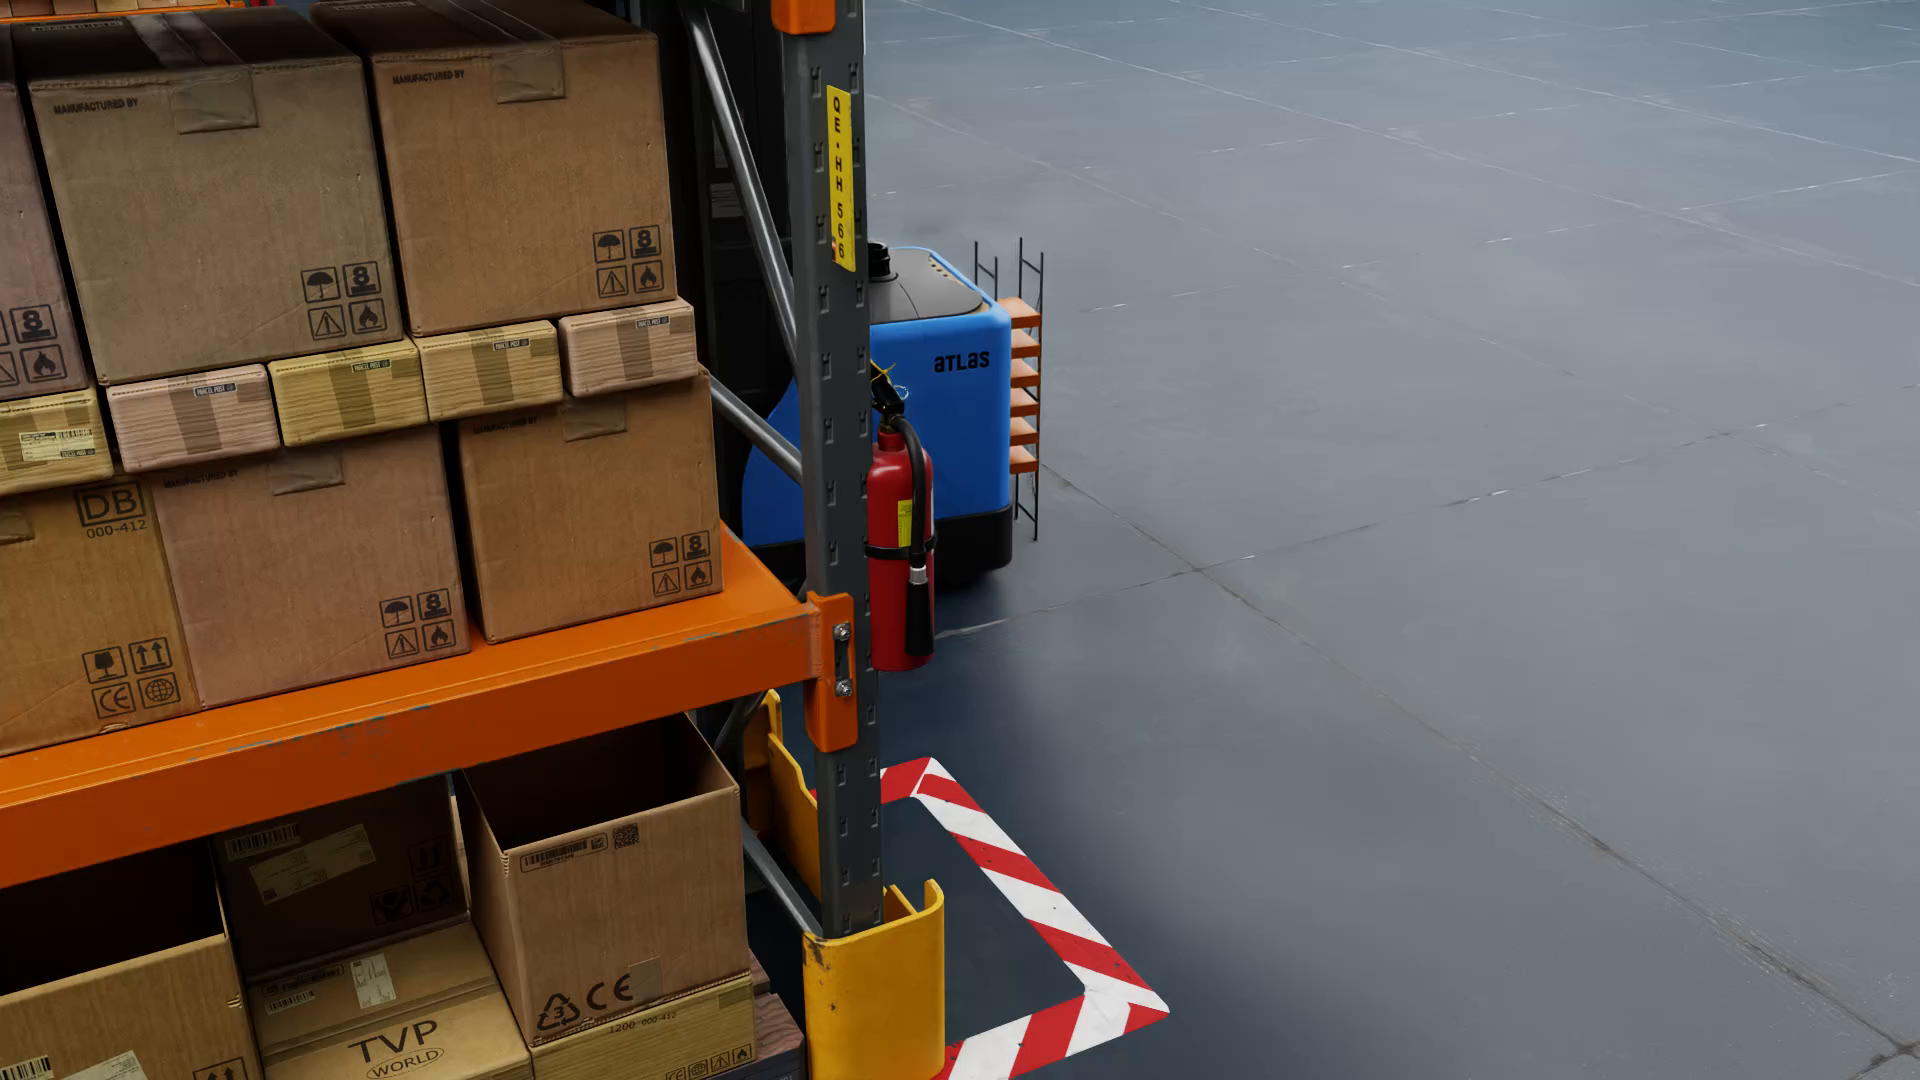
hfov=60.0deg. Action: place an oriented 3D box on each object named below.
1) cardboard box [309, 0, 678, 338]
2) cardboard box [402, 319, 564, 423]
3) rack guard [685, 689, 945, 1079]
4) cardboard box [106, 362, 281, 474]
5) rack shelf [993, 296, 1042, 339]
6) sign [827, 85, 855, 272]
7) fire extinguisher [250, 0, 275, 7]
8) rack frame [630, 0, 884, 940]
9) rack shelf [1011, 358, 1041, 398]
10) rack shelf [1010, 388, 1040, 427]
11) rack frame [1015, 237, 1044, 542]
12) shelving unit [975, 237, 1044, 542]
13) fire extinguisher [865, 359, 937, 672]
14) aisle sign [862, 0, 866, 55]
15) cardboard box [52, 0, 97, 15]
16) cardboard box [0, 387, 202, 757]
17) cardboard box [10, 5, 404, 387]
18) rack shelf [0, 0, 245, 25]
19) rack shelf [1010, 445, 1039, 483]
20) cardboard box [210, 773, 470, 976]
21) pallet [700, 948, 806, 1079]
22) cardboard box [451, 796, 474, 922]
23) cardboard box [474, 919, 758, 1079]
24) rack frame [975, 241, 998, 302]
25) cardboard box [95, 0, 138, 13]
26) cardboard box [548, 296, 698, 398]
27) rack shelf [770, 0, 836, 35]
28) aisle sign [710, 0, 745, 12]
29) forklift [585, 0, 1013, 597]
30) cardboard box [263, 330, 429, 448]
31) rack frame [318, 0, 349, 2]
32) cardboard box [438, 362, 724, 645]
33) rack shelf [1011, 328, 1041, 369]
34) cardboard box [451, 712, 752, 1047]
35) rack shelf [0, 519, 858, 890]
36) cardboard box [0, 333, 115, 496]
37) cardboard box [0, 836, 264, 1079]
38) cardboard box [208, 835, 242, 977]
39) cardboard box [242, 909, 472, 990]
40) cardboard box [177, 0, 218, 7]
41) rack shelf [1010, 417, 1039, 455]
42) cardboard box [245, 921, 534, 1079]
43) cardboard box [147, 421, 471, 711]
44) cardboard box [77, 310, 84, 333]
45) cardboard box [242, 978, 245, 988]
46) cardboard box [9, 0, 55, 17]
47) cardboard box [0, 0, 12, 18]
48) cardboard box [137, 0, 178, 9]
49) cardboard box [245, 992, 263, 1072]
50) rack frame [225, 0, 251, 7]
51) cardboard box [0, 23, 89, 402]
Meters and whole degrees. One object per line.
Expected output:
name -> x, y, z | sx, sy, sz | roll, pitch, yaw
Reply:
cardboard box -> -0.927, -0.771, 3.276 | 0.500, 0.500, 0.700 | -13, 29, -25
cardboard box -> -0.940, -0.375, 3.201 | 0.250, 0.149, 0.380 | -12, 28, -24
rack guard -> -0.441, 0.880, 4.340 | 0.348, 0.500, 1.175 | -13, 29, -25
cardboard box -> -1.389, -0.273, 2.987 | 0.250, 0.149, 0.380 | -13, 28, -24
rack shelf -> 0.185, -0.851, 6.408 | 0.180, 0.103, 0.258 | -9, 27, -17
sign -> -0.219, -0.661, 3.049 | 0.005, 0.325, 0.100 | -13, 29, -25
fire extinguisher -> -4.803, -3.839, 11.369 | 0.183, 0.674, 0.296 | -13, 29, -25
rack frame -> -0.462, -0.242, 3.789 | 0.127, 3.000, 1.000 | -13, 29, -25
rack shelf -> 0.185, -0.635, 6.512 | 0.180, 0.103, 0.258 | -9, 27, -17
rack shelf -> 0.185, -0.527, 6.564 | 0.180, 0.103, 0.258 | -9, 27, -17
rack frame -> 0.271, -0.580, 6.572 | 0.006, 1.200, 0.240 | -9, 27, -17
shelving unit -> 0.185, -0.567, 6.545 | 0.189, 1.200, 0.258 | -9, 27, -17
fire extinguisher -> -0.139, -0.054, 3.486 | 0.183, 0.674, 0.296 | -13, 29, -25
aisle sign -> -0.266, -1.315, 3.020 | 0.004, 0.787, 0.394 | -13, 29, -25
cardboard box -> -5.920, -3.610, 11.093 | 0.250, 0.149, 0.380 | -13, 29, -25
cardboard box -> -1.782, 0.011, 3.147 | 0.500, 0.500, 0.700 | -13, 28, -25
cardboard box -> -1.388, -0.662, 3.049 | 0.500, 0.500, 0.700 | -14, 29, -26
rack shelf -> -6.885, -3.295, 10.978 | 4.000, 0.370, 1.077 | -13, 29, -25
rack shelf -> 0.185, -0.311, 6.668 | 0.180, 0.103, 0.258 | -9, 27, -17
cardboard box -> -1.480, 0.597, 3.867 | 0.500, 0.500, 0.500 | -13, 29, -25
pallet -> -1.117, 1.187, 4.035 | 1.213, 0.211, 1.003 | -13, 29, -25
cardboard box -> -1.040, 0.832, 4.243 | 0.500, 0.250, 0.500 | -13, 29, -25
cardboard box -> -0.796, 1.030, 3.831 | 0.500, 0.250, 0.500 | -13, 29, -25
rack frame -> 0.098, -0.554, 6.517 | 0.006, 1.200, 0.240 | -9, 27, -17
cardboard box -> -5.692, -3.655, 11.187 | 0.250, 0.149, 0.380 | -13, 29, -25
cardboard box -> -0.710, -0.429, 3.313 | 0.250, 0.149, 0.380 | -14, 29, -26
rack shelf -> -2.227, -0.863, 2.447 | 4.000, 0.370, 1.077 | -13, 29, -25
aisle sign -> -0.548, -1.544, 3.498 | 0.004, 0.787, 0.394 | -13, 29, -25
forklift -> -1.372, -1.157, 5.774 | 3.031, 2.935, 1.130 | -9, 27, -17
cardboard box -> -1.166, -0.323, 3.092 | 0.250, 0.149, 0.380 | -13, 29, -26
rack frame -> -2.790, -2.135, 7.730 | 0.127, 3.000, 1.000 | -13, 29, -25
cardboard box -> -0.880, -0.197, 3.579 | 0.500, 0.500, 0.700 | -13, 29, -25
rack shelf -> 0.185, -0.743, 6.460 | 0.180, 0.103, 0.258 | -9, 27, -17
cardboard box -> -0.795, 0.693, 3.667 | 0.500, 0.500, 0.500 | -13, 29, -25
rack shelf -> -2.227, 0.489, 3.096 | 4.000, 0.370, 1.077 | -13, 29, -25
cardboard box -> -1.620, -0.219, 2.876 | 0.250, 0.149, 0.380 | -12, 28, -24
cardboard box -> -1.671, 0.902, 3.231 | 0.500, 0.500, 0.500 | -13, 29, -25
cardboard box -> -1.916, 0.704, 3.644 | 0.500, 0.500, 0.500 | -13, 29, -25
cardboard box -> -1.480, 0.936, 4.028 | 0.500, 0.250, 0.500 | -13, 29, -25
cardboard box -> -5.275, -3.776, 11.440 | 0.250, 0.149, 0.380 | -13, 29, -25
rack shelf -> 0.185, -0.419, 6.616 | 0.180, 0.103, 0.258 | -9, 27, -17
cardboard box -> -1.232, 1.136, 3.609 | 0.500, 0.250, 0.500 | -13, 29, -25
cardboard box -> -1.341, -0.088, 3.353 | 0.500, 0.500, 0.700 | -12, 28, -24
cardboard box -> -1.820, -0.371, 3.192 | 0.250, 0.149, 0.380 | -14, 29, -27
cardboard box -> -1.921, 1.037, 3.816 | 0.500, 0.250, 0.500 | -13, 29, -25
cardboard box -> -6.160, -3.575, 11.020 | 0.250, 0.149, 0.380 | -13, 29, -25
cardboard box -> -6.370, -3.515, 10.896 | 0.250, 0.149, 0.380 | -13, 29, -25
cardboard box -> -5.496, -3.725, 11.334 | 0.250, 0.149, 0.380 | -13, 29, -25
cardboard box -> -1.672, 1.239, 3.395 | 0.500, 0.250, 0.500 | -13, 29, -25
rack frame -> -5.121, -4.026, 11.670 | 0.127, 3.000, 1.000 | -13, 29, -25
cardboard box -> -1.833, -0.559, 2.834 | 0.500, 0.500, 0.700 | -13, 28, -25
